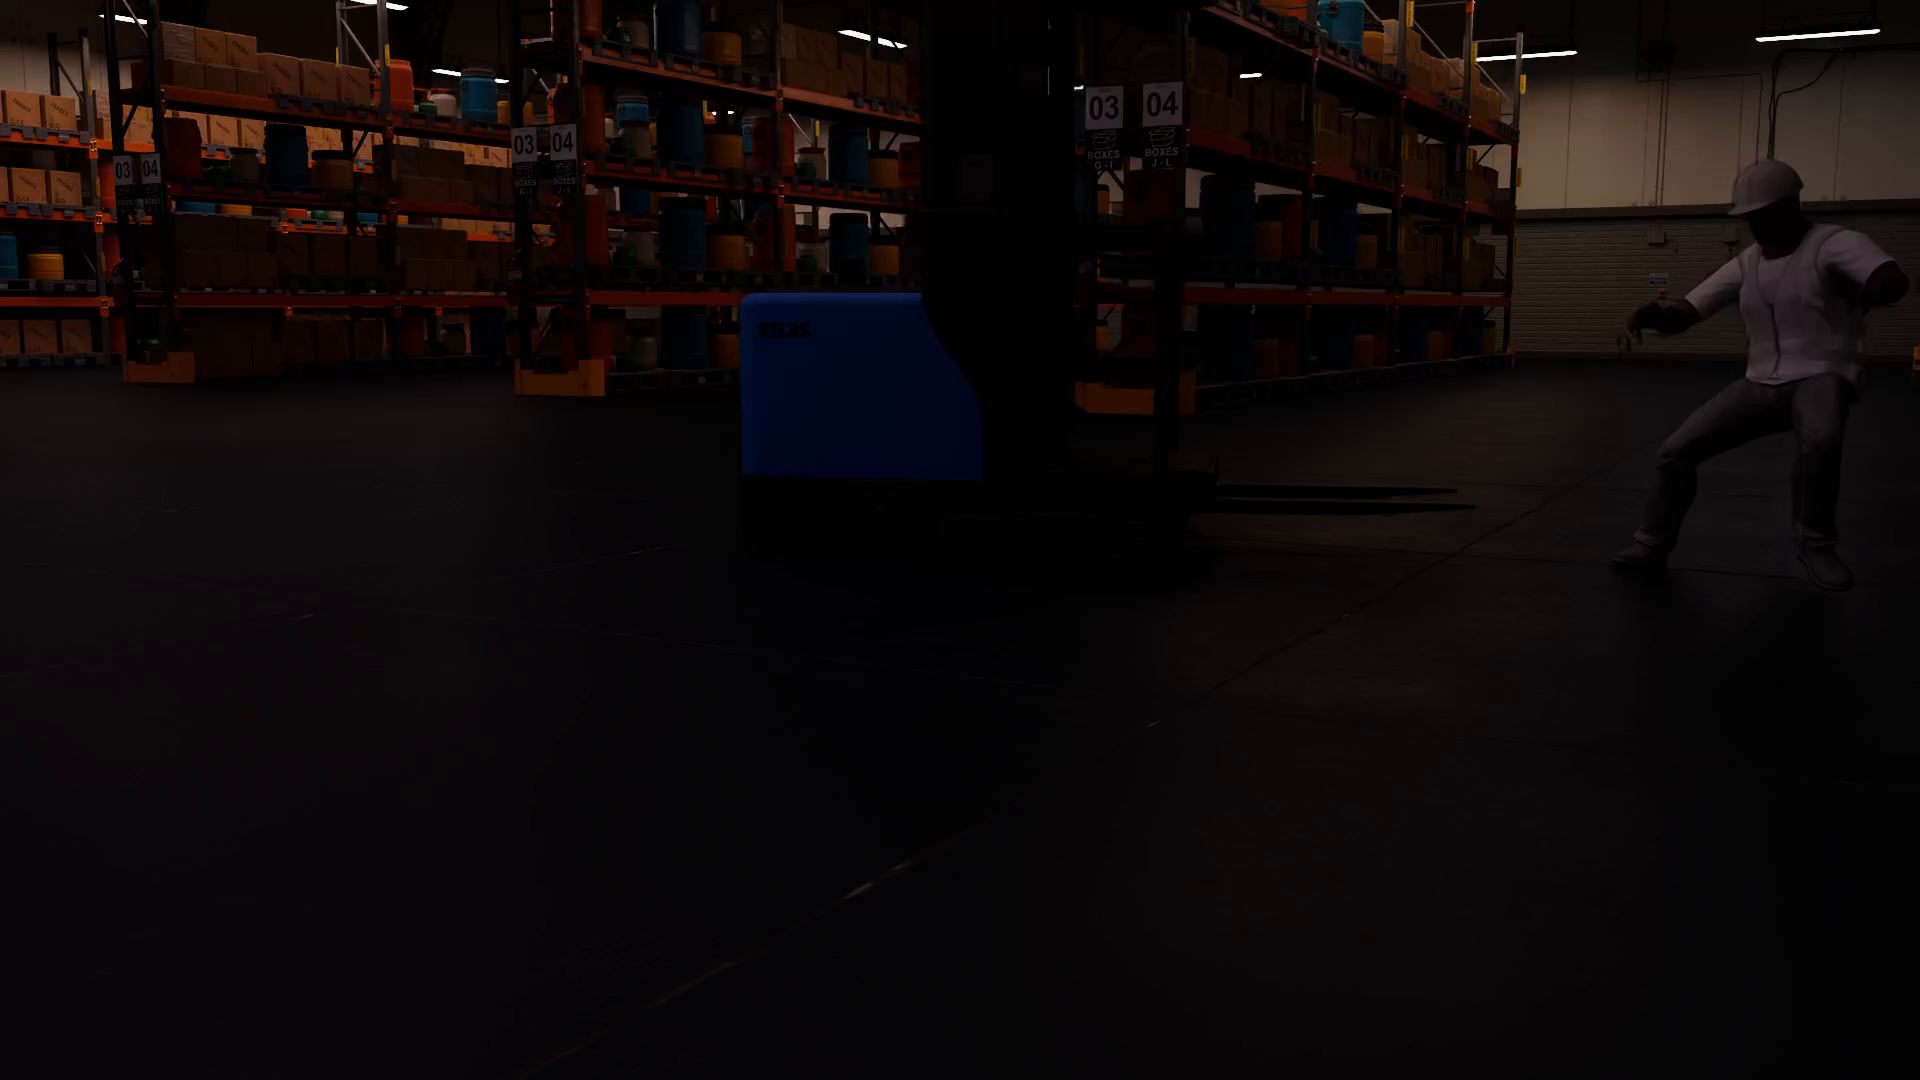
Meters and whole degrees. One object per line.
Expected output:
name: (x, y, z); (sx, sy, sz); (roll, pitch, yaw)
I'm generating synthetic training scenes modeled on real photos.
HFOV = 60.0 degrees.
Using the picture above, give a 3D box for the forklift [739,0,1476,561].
forklift: (0.628, -1.445, 7.061); (3.031, 2.935, 1.130); (1, 8, 9)

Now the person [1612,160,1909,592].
person: (2.937, -0.609, 6.083); (0.780, 1.550, 1.020); (-4, 9, -26)
